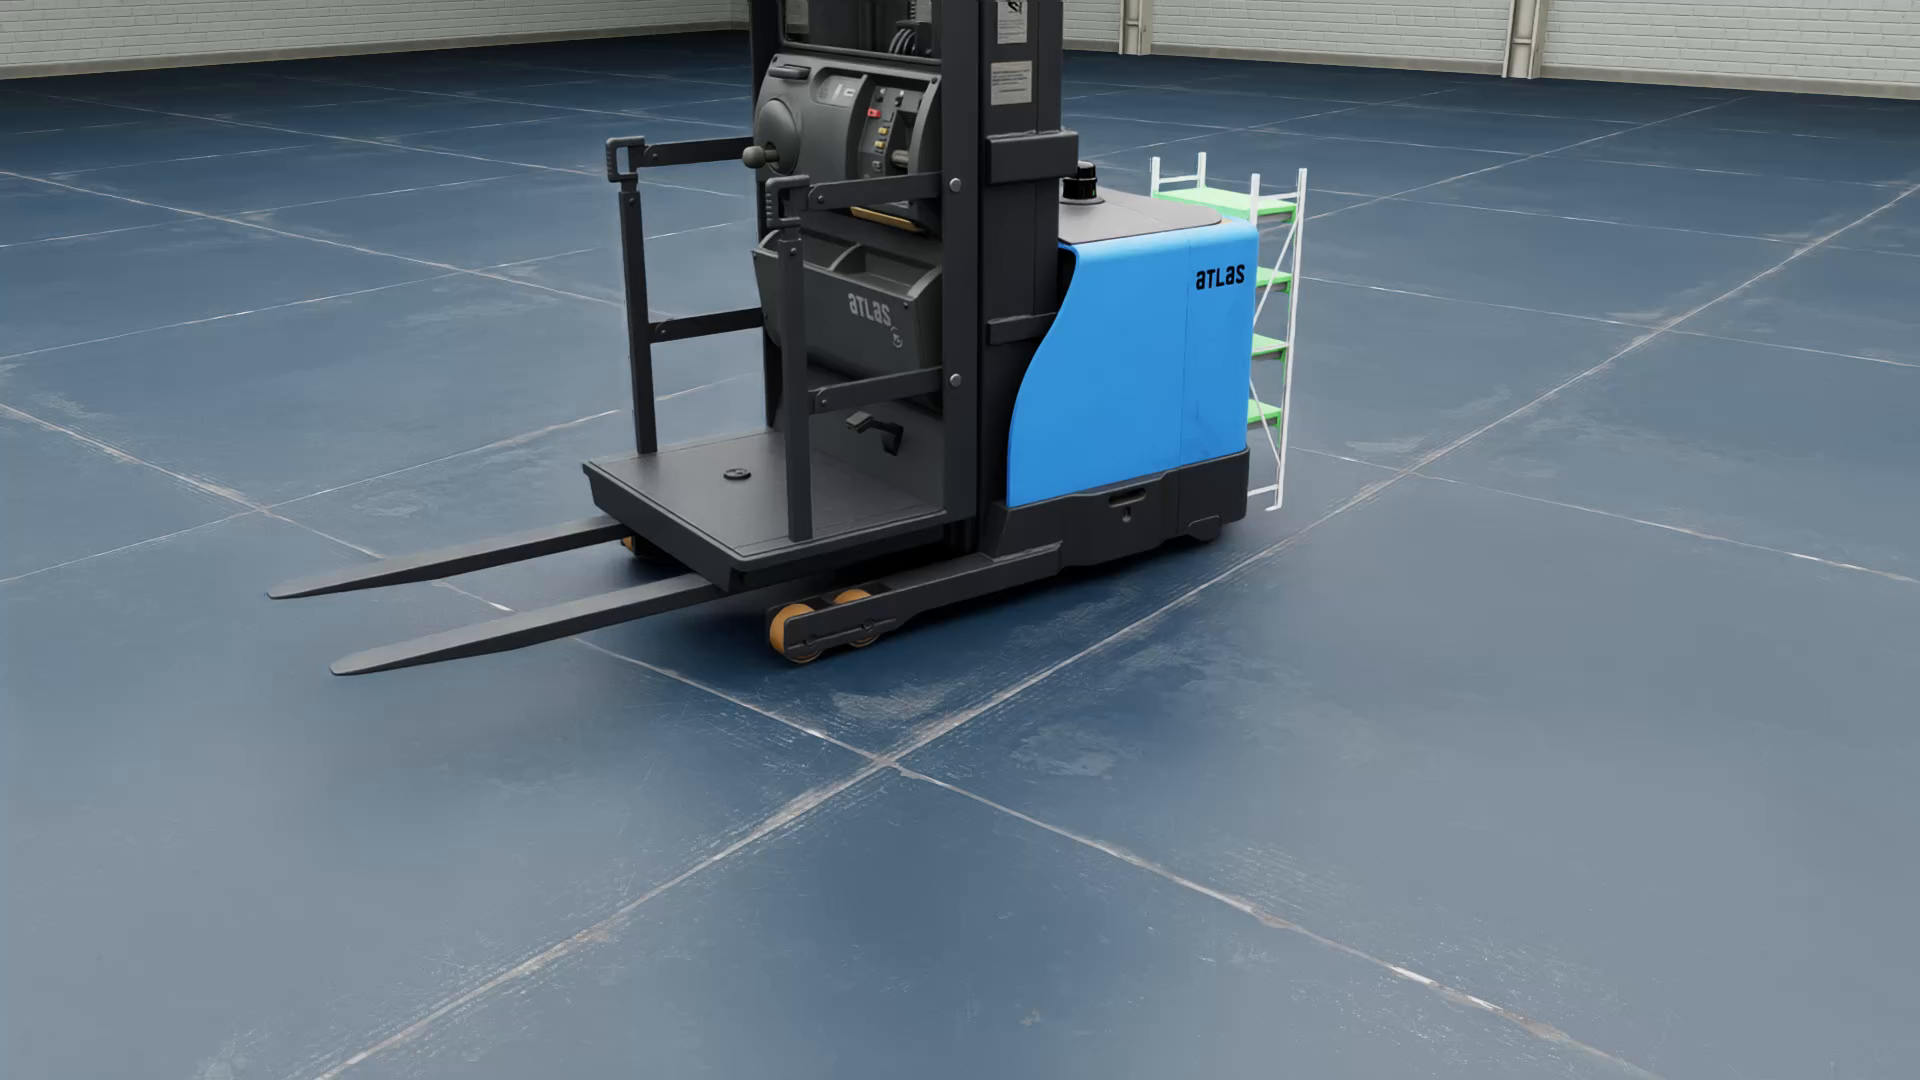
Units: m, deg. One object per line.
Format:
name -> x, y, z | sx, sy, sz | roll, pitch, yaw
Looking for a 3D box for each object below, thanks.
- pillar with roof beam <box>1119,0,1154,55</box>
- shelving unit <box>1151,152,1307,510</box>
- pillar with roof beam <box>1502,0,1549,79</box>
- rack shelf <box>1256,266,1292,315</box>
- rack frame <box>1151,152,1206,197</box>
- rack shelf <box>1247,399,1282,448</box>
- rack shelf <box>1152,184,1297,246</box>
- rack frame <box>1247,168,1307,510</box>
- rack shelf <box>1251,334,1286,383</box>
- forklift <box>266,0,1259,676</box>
pillar with roof beam -> -0.070, -10.395, 20.481 | 0.400, 9.000, 9.100 | 16, 26, 36
shelving unit -> 0.914, -0.726, 5.892 | 0.258, 1.200, 0.503 | -14, 25, -33
pillar with roof beam -> 4.578, -9.057, 16.931 | 0.400, 9.000, 9.100 | 16, 26, 36
rack shelf -> 0.914, -0.891, 5.830 | 0.258, 0.148, 0.480 | -14, 25, -33
rack frame -> 0.773, -0.797, 6.078 | 0.240, 1.200, 0.015 | -14, 25, -33
rack shelf -> 0.913, -0.442, 5.998 | 0.258, 0.148, 0.480 | -14, 25, -33
rack shelf -> 0.915, -1.116, 5.746 | 0.258, 0.148, 0.480 | -14, 25, -33
rack frame -> 1.055, -0.656, 5.706 | 0.240, 1.200, 0.015 | -14, 25, -33
rack shelf -> 0.913, -0.666, 5.914 | 0.258, 0.148, 0.480 | -14, 25, -33
forklift -> -0.515, -1.232, 4.780 | 3.031, 2.935, 1.130 | -14, 25, -33
